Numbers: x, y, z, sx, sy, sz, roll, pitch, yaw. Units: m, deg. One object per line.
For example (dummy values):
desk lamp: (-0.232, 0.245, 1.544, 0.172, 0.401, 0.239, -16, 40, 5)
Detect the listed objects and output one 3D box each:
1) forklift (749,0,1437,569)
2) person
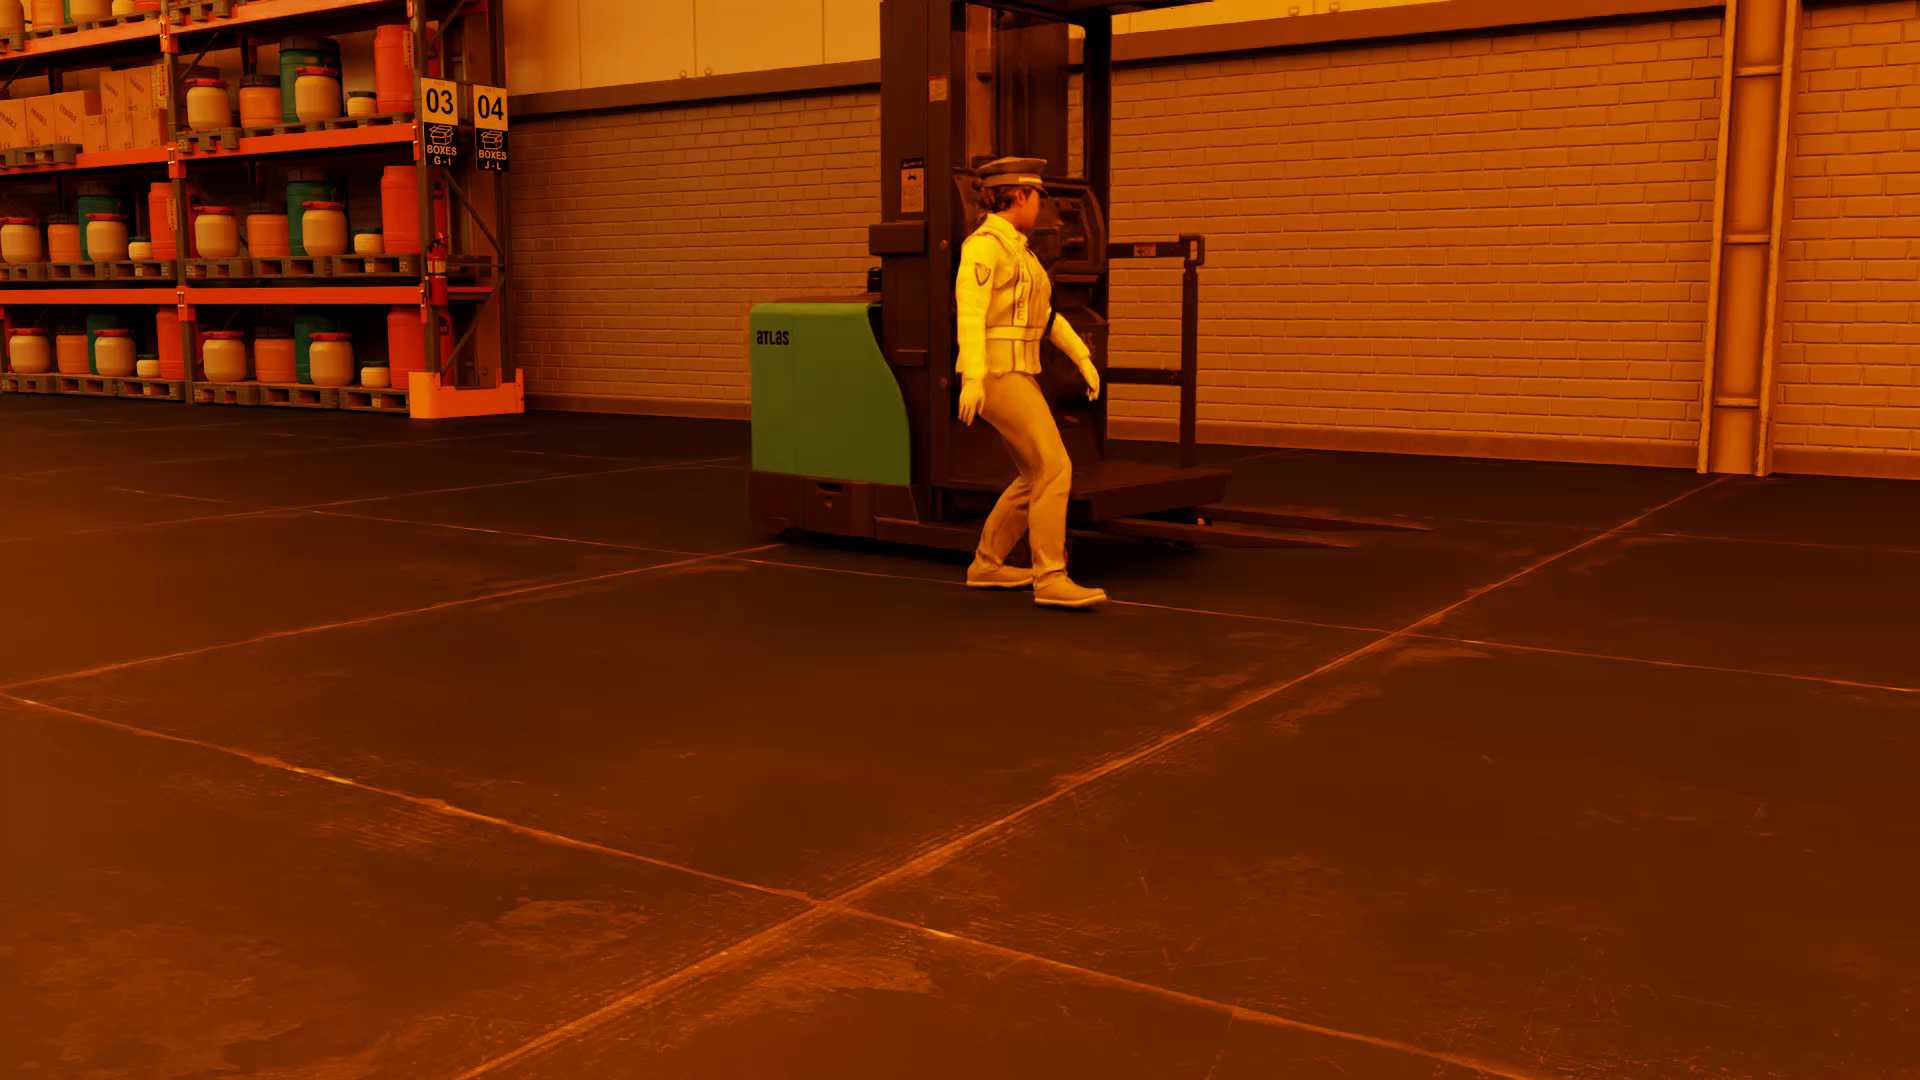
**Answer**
forklift: (0.464, -1.381, 6.906, 3.031, 2.935, 1.130, 7, 11, 41)
person: (0.272, -0.572, 5.971, 0.615, 1.586, 0.722, 2, 8, 16)
